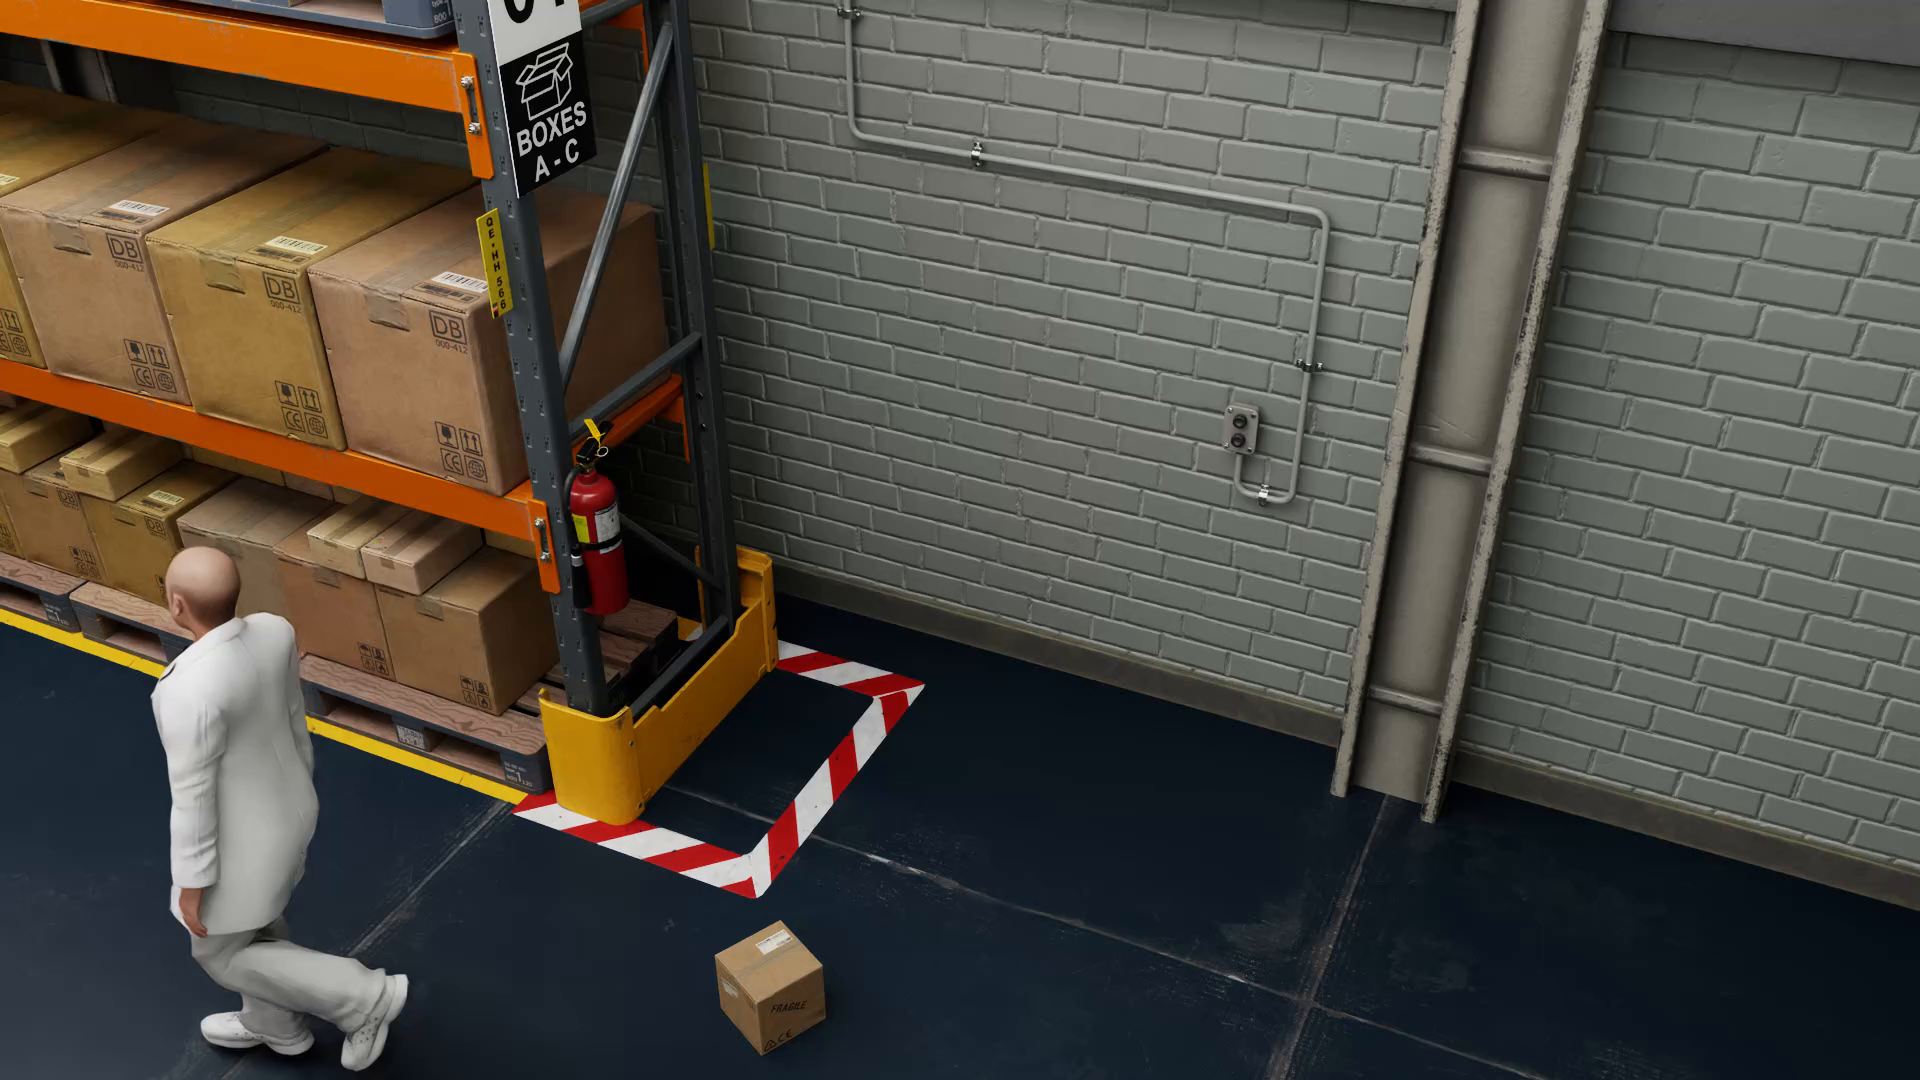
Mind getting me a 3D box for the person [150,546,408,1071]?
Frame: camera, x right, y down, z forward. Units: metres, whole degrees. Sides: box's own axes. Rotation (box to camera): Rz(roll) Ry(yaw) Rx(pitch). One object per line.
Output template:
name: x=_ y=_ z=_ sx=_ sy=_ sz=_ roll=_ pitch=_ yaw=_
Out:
person: x=-2.033 y=0.836 z=4.852 sx=0.762 sy=1.750 sz=0.681 roll=4 pitch=33 yaw=5
